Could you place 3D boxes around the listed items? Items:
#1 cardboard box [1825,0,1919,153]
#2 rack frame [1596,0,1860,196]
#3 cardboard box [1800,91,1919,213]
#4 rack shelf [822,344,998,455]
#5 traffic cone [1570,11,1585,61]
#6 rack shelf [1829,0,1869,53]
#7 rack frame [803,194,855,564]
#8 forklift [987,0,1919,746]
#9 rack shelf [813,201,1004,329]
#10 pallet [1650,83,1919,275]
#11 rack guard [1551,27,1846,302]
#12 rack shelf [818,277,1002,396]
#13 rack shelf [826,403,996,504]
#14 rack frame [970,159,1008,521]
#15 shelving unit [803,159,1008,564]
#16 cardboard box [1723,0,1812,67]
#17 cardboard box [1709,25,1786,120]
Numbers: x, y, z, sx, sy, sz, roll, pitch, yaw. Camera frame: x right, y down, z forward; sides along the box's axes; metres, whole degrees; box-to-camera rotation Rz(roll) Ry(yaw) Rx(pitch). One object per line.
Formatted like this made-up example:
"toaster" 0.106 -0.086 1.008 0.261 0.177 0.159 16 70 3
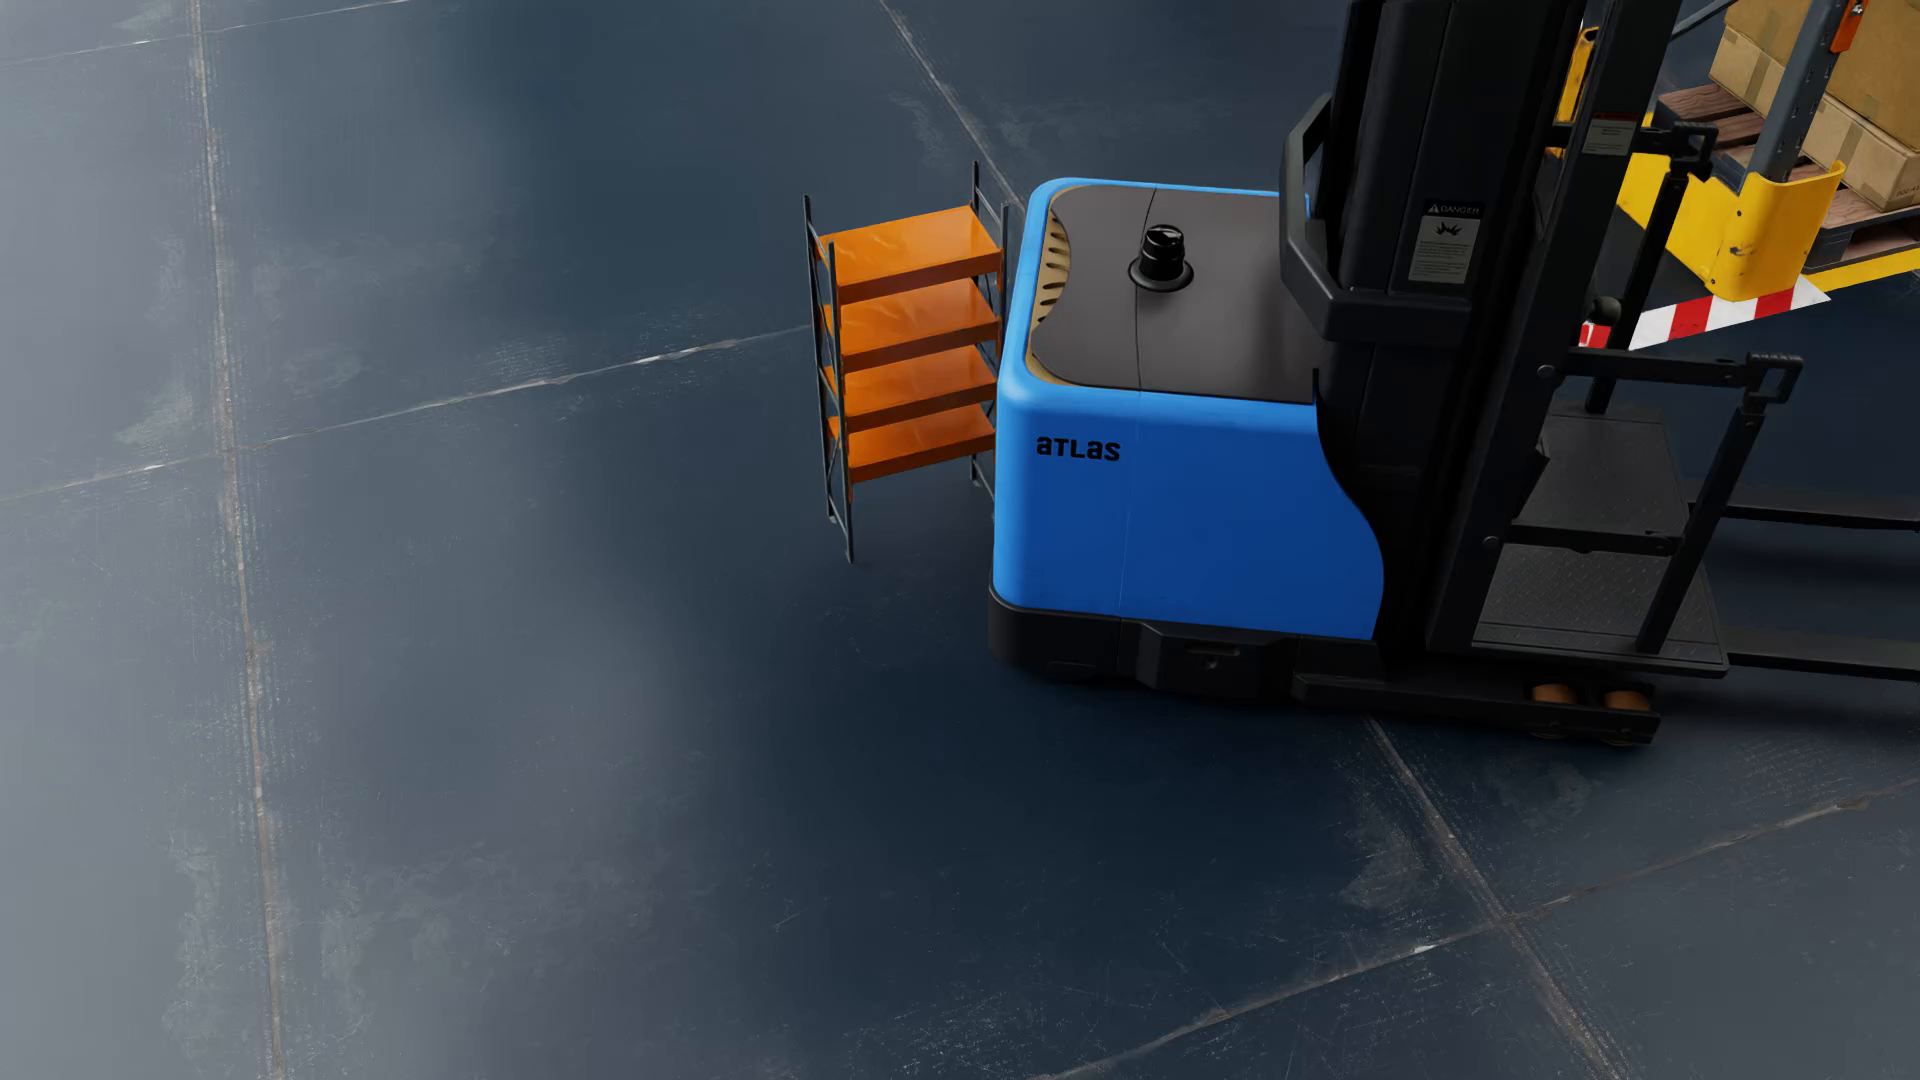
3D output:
"cardboard box" 3.583 -1.793 6.035 0.500 0.500 0.500 -16 47 -15
"rack frame" 2.708 -2.335 5.460 0.127 3.000 1.000 -14 47 -14
"cardboard box" 3.561 -1.522 6.294 0.500 0.250 0.500 -15 47 -14
"rack shelf" -0.147 -0.442 4.938 0.480 0.148 0.258 -15 47 -14
"traffic cone" 2.675 -2.402 7.318 0.334 0.463 0.336 -14 47 -14
"rack shelf" 4.589 -2.562 6.194 4.000 0.370 1.077 -14 47 -14
"rack frame" -0.376 -0.429 4.831 0.015 1.200 0.240 -15 47 -14
"forklift" 1.637 -0.859 4.037 3.031 2.935 1.130 5 45 5
"rack shelf" -0.147 -0.767 4.612 0.480 0.148 0.258 -15 47 -14
"pallet" 3.556 -1.541 6.637 1.213 0.211 1.003 -14 47 -14
"rack guard" 2.780 -1.471 6.363 0.348 0.500 1.175 -14 47 -14
"rack shelf" -0.147 -0.600 4.780 0.480 0.148 0.258 -15 47 -14
"rack shelf" -0.147 -0.302 5.079 0.480 0.148 0.258 -15 47 -14
"rack frame" 0.081 -0.549 4.950 0.015 1.200 0.240 -15 47 -14
"shelving unit" -0.147 -0.489 4.891 0.503 1.200 0.258 -15 47 -14
"cardboard box" 3.373 -2.144 6.384 0.500 0.500 0.500 -14 47 -14
"cardboard box" 3.400 -1.892 6.663 0.500 0.250 0.500 -15 47 -14
